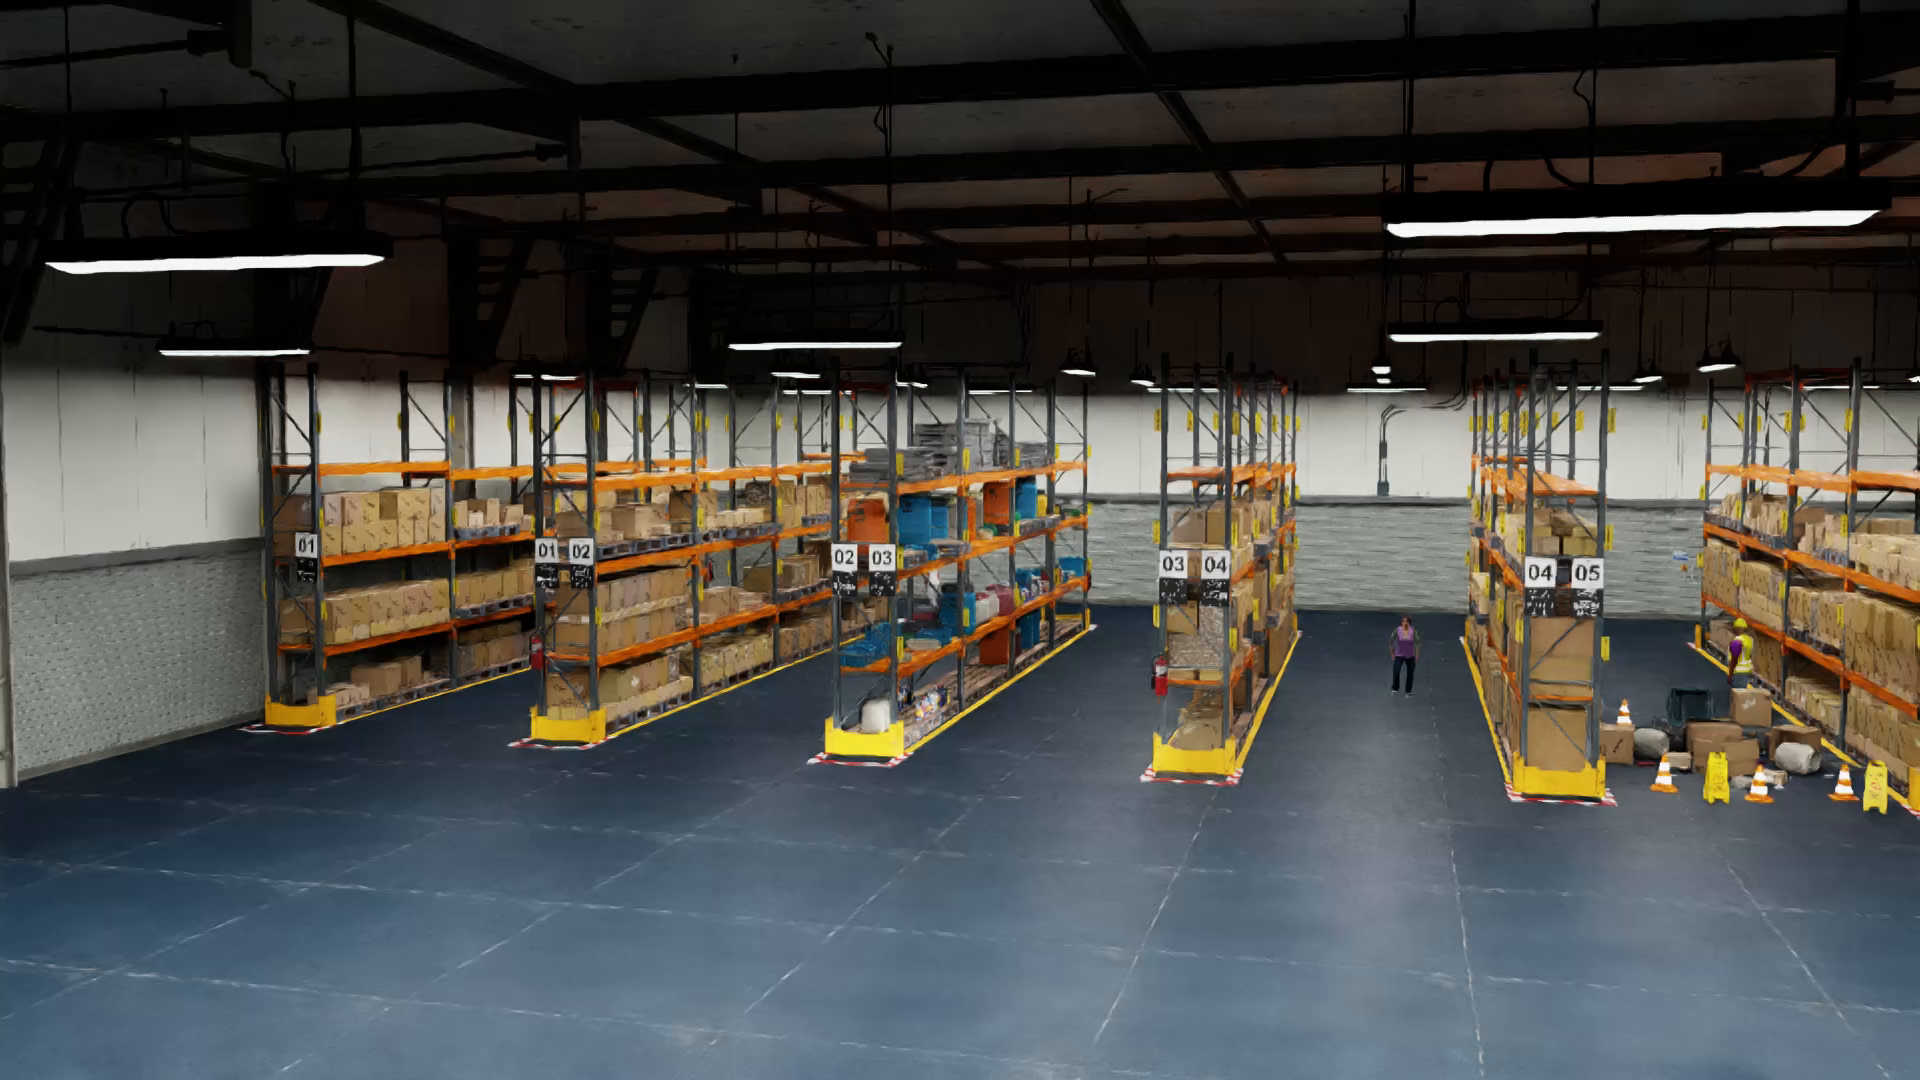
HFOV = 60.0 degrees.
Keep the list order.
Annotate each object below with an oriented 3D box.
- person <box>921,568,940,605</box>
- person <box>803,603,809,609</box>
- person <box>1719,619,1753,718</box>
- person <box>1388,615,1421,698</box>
[{"bbox_3d":[-0.705,1.165,41.862,0.469,1.812,0.568,2,5,27],"label":"person"},{"bbox_3d":[-3.959,1.197,41.485,0.580,1.746,0.654,4,5,41],"label":"person"},{"bbox_3d":[12.840,2.173,27.484,0.591,1.763,0.685,3,5,40],"label":"person"},{"bbox_3d":[8.086,2.109,30.276,0.566,1.540,0.516,1,4,11],"label":"person"}]
